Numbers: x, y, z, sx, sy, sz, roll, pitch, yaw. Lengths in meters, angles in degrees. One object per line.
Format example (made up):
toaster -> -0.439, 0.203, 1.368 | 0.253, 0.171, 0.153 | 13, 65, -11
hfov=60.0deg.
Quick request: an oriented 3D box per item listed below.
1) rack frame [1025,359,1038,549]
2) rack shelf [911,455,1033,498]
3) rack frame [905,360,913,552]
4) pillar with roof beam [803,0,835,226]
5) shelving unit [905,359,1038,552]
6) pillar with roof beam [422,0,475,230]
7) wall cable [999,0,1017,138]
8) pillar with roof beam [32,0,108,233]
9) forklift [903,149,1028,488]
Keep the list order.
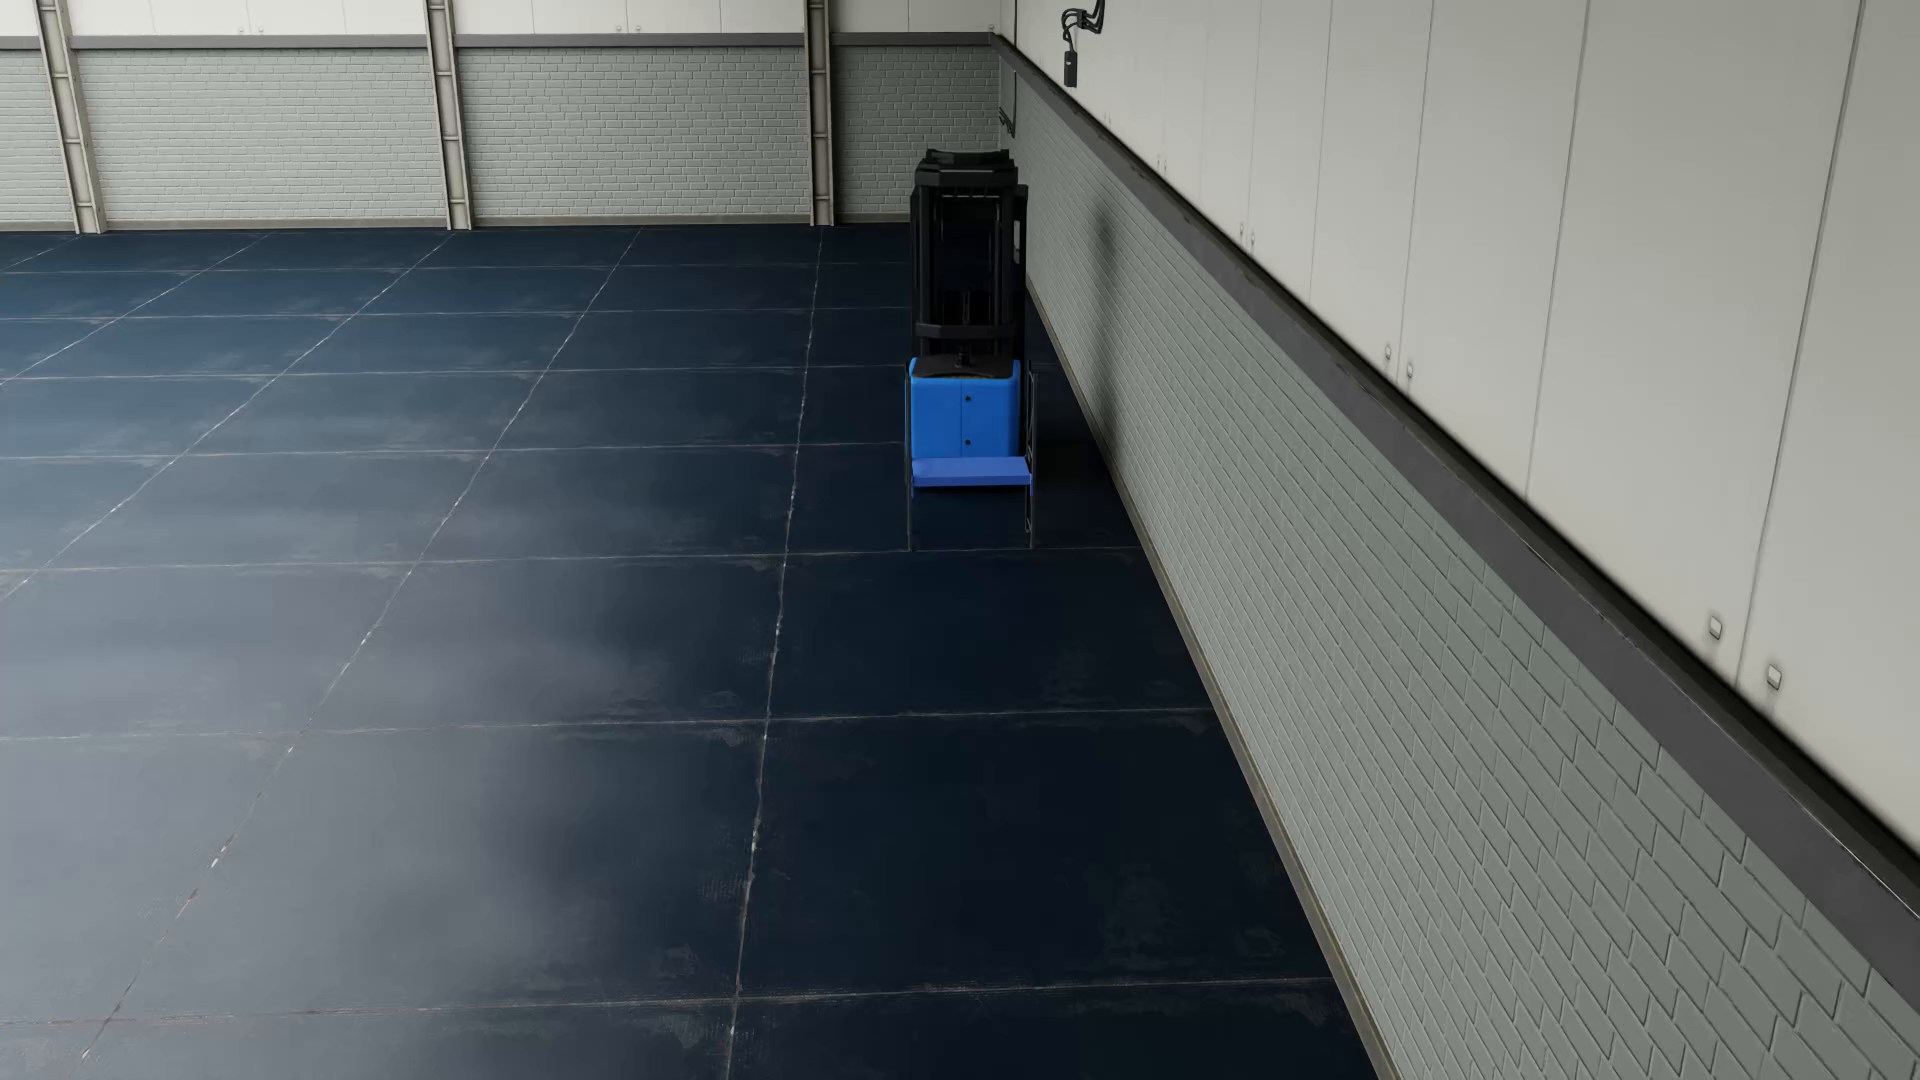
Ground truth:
rack frame -> 0.593, -0.713, 13.817 | 0.032, 1.500, 0.500 | -1, 21, -3
rack shelf -> 0.085, -0.535, 13.854 | 1.000, 0.185, 0.538 | -1, 21, -3
rack frame -> -0.422, -0.692, 13.763 | 0.032, 1.500, 0.500 | -1, 21, -3
pillar with roof beam -> -2.071, -8.001, 22.421 | 0.400, 9.000, 9.100 | -1, 21, -3
shelving unit -> 0.085, -0.703, 13.790 | 1.048, 1.500, 0.538 | -1, 21, -3
pillar with roof beam -> -8.061, -7.879, 22.100 | 0.400, 9.000, 9.100 | -1, 21, -3
wall cable -> 0.700, -7.669, 25.913 | 0.112, 2.526, 3.097 | -1, 21, -3
pillar with roof beam -> -14.051, -7.757, 21.780 | 0.400, 9.000, 9.100 | -1, 21, -3
forklift -> 0.092, -2.317, 16.019 | 1.130, 2.935, 3.031 | 1, 21, 3
